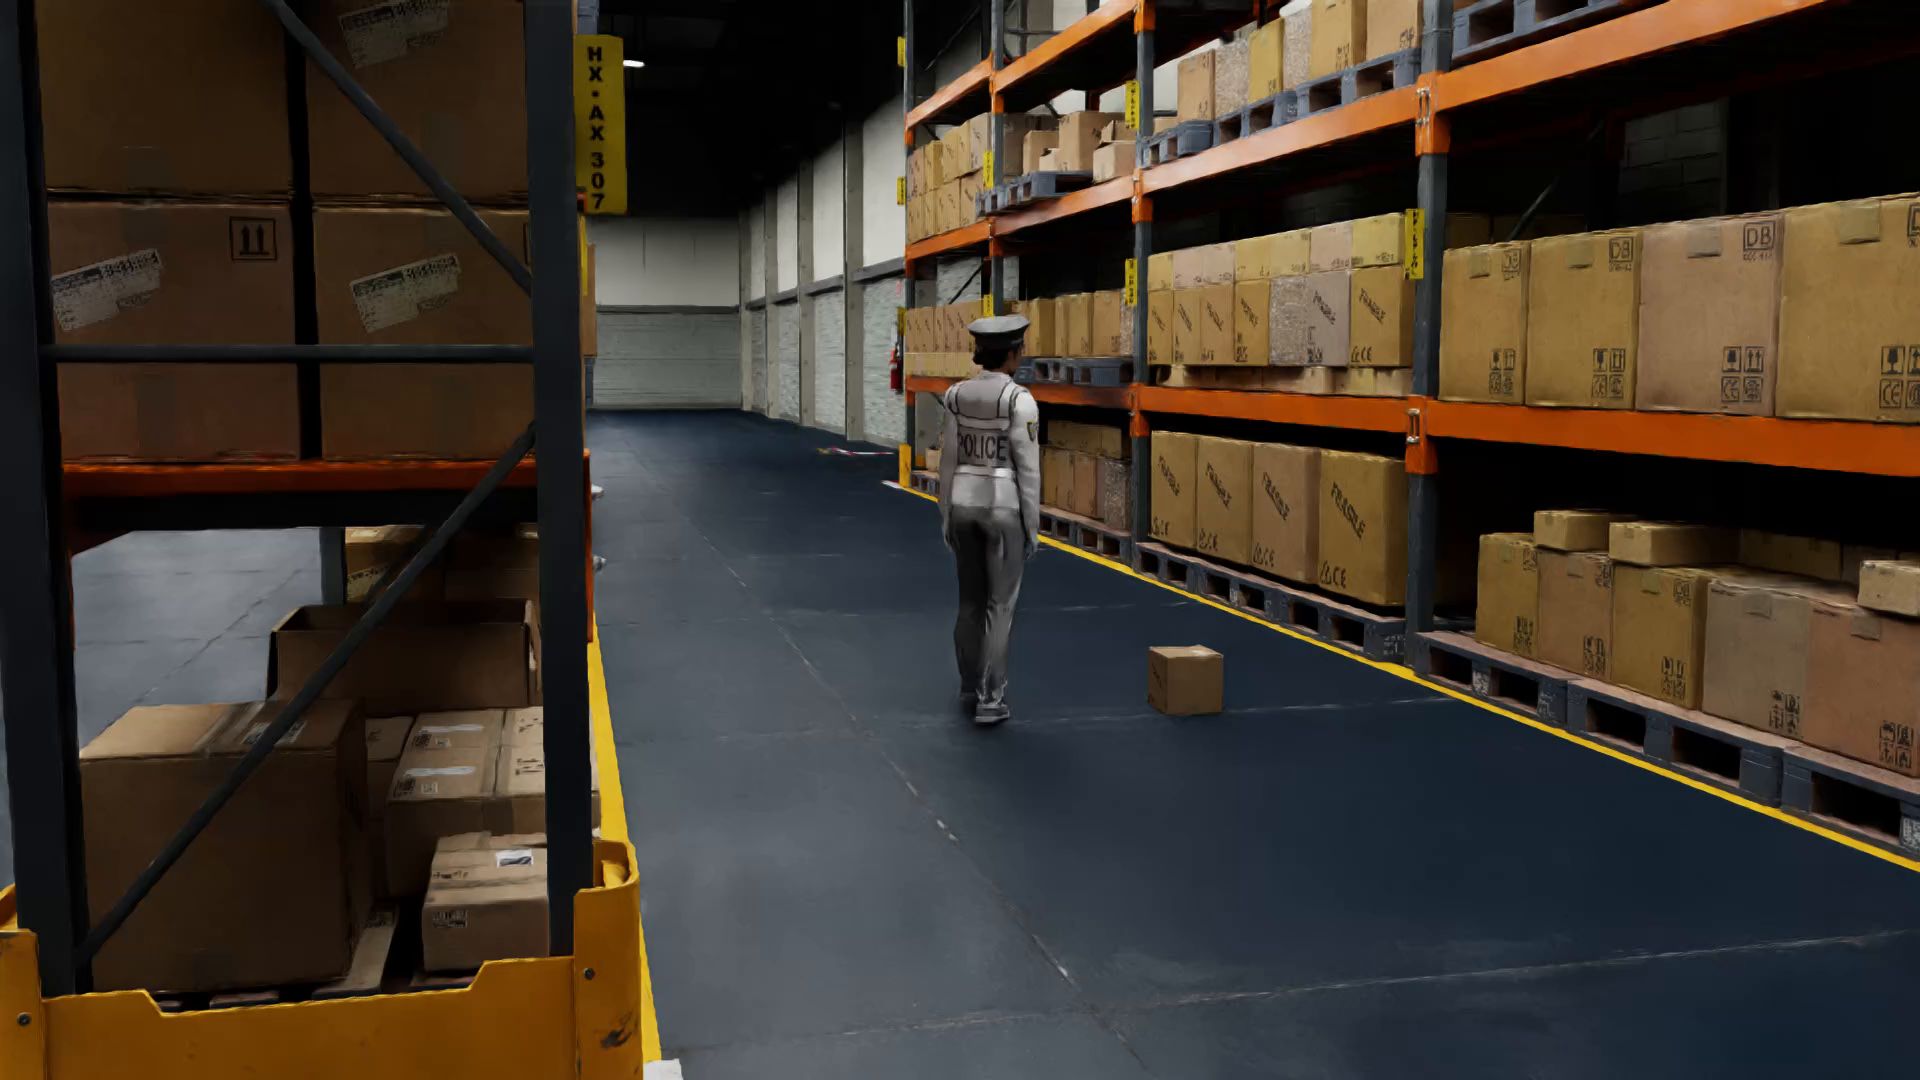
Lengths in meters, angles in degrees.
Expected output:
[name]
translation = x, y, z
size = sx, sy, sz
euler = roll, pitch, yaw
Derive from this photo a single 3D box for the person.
[person]
translation = 0.187, -0.100, 6.982
size = 0.529, 1.679, 0.572
euler = 4, 8, 35
